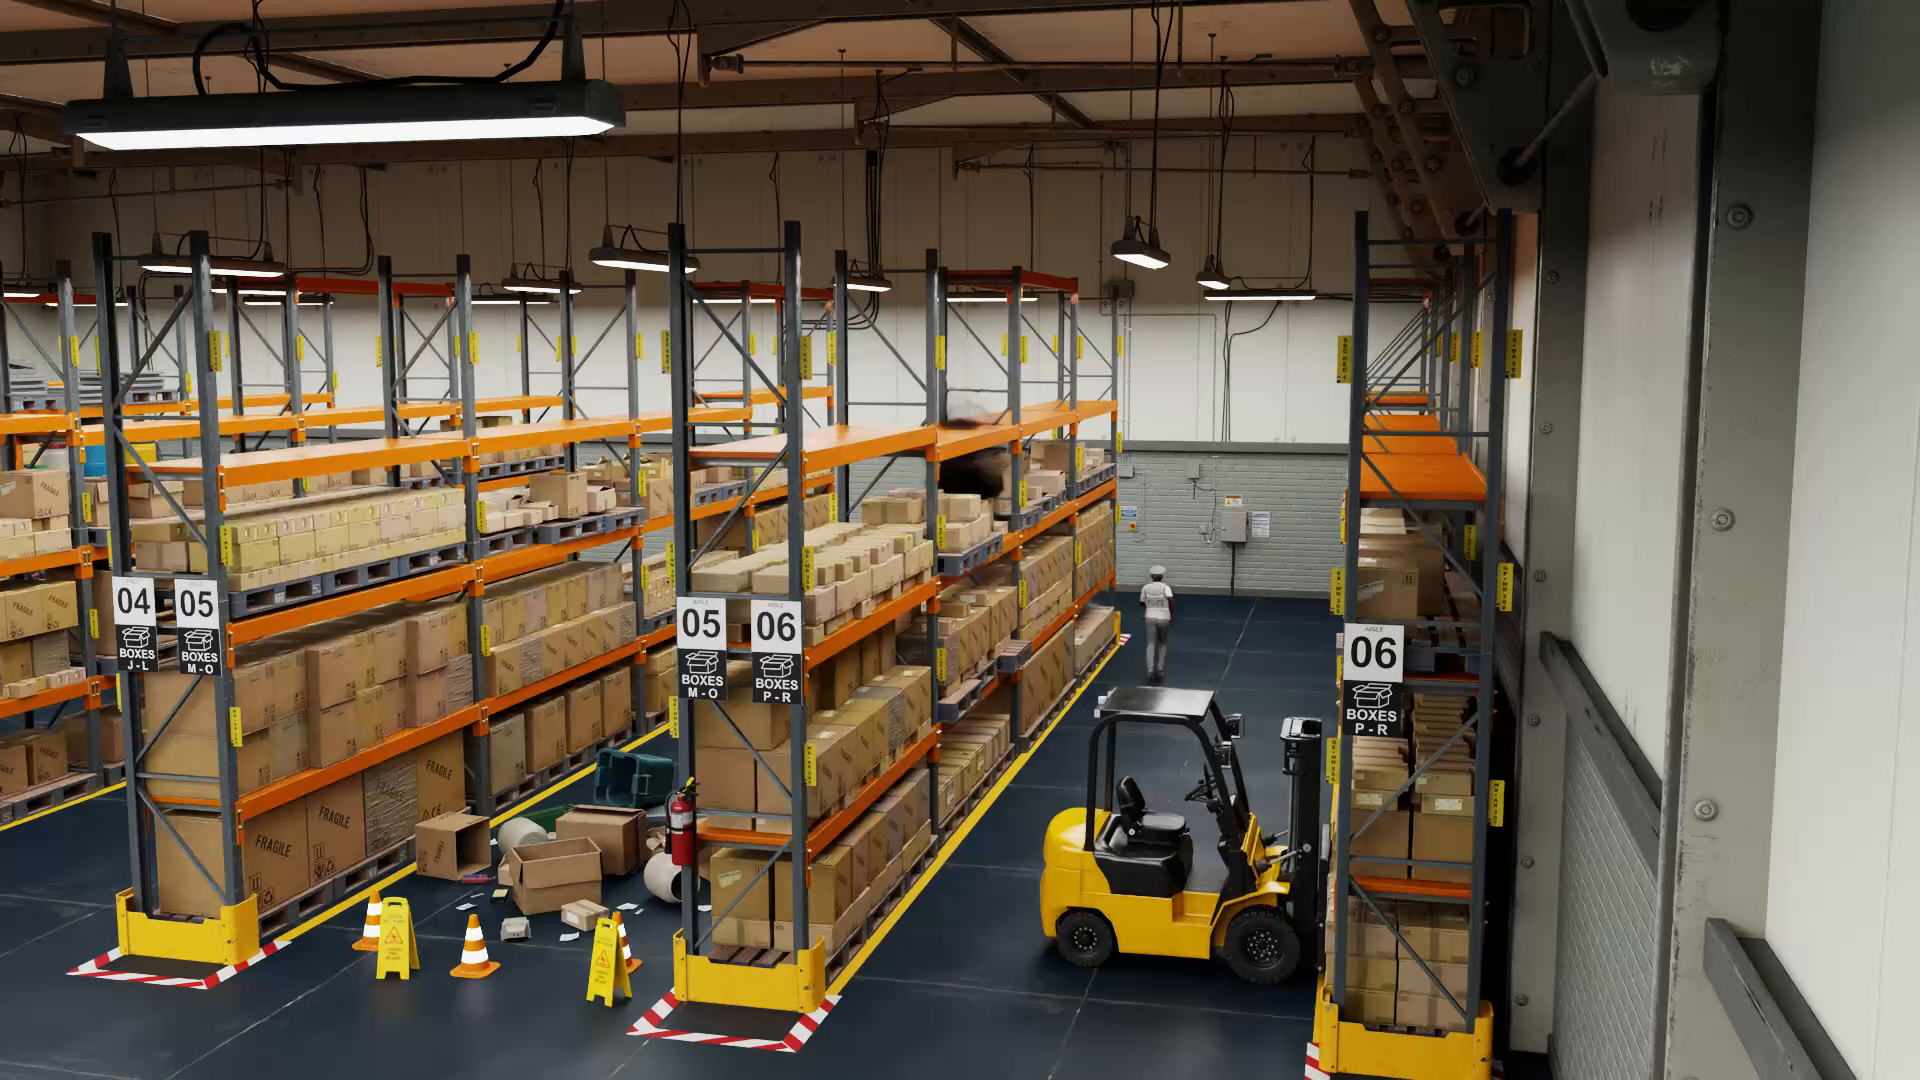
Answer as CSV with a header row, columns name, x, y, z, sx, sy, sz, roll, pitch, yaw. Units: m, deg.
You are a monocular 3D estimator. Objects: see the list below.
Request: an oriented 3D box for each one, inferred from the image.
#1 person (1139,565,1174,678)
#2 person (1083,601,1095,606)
name,x,y,z,sx,sy,sz,roll,pitch,yaw
person,2.968,1.260,25.125,0.547,1.738,0.863,1,7,10
person,2.136,0.698,29.642,0.893,1.733,0.754,5,9,36
